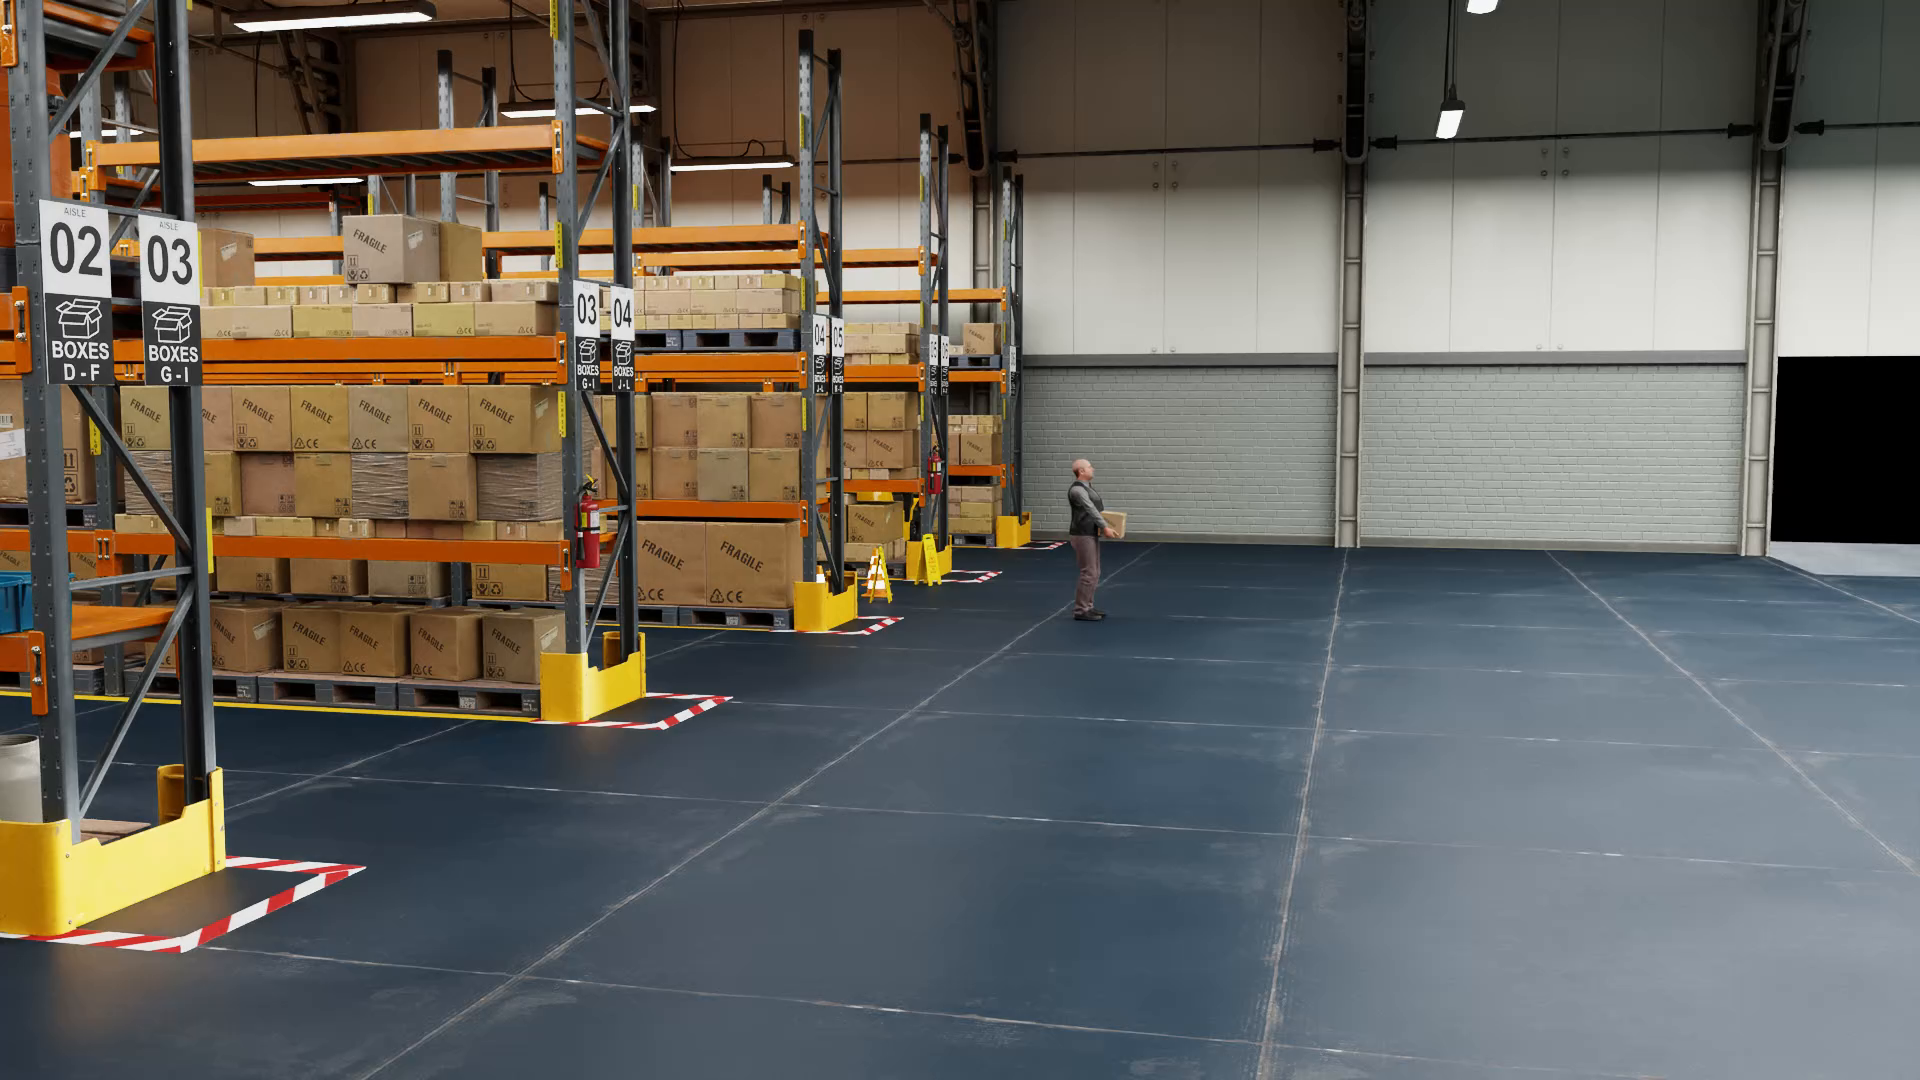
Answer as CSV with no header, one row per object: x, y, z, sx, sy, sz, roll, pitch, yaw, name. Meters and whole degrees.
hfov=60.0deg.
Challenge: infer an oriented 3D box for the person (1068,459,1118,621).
1.445,-0.008,17.813,0.551,1.711,0.494,1,5,14,person
